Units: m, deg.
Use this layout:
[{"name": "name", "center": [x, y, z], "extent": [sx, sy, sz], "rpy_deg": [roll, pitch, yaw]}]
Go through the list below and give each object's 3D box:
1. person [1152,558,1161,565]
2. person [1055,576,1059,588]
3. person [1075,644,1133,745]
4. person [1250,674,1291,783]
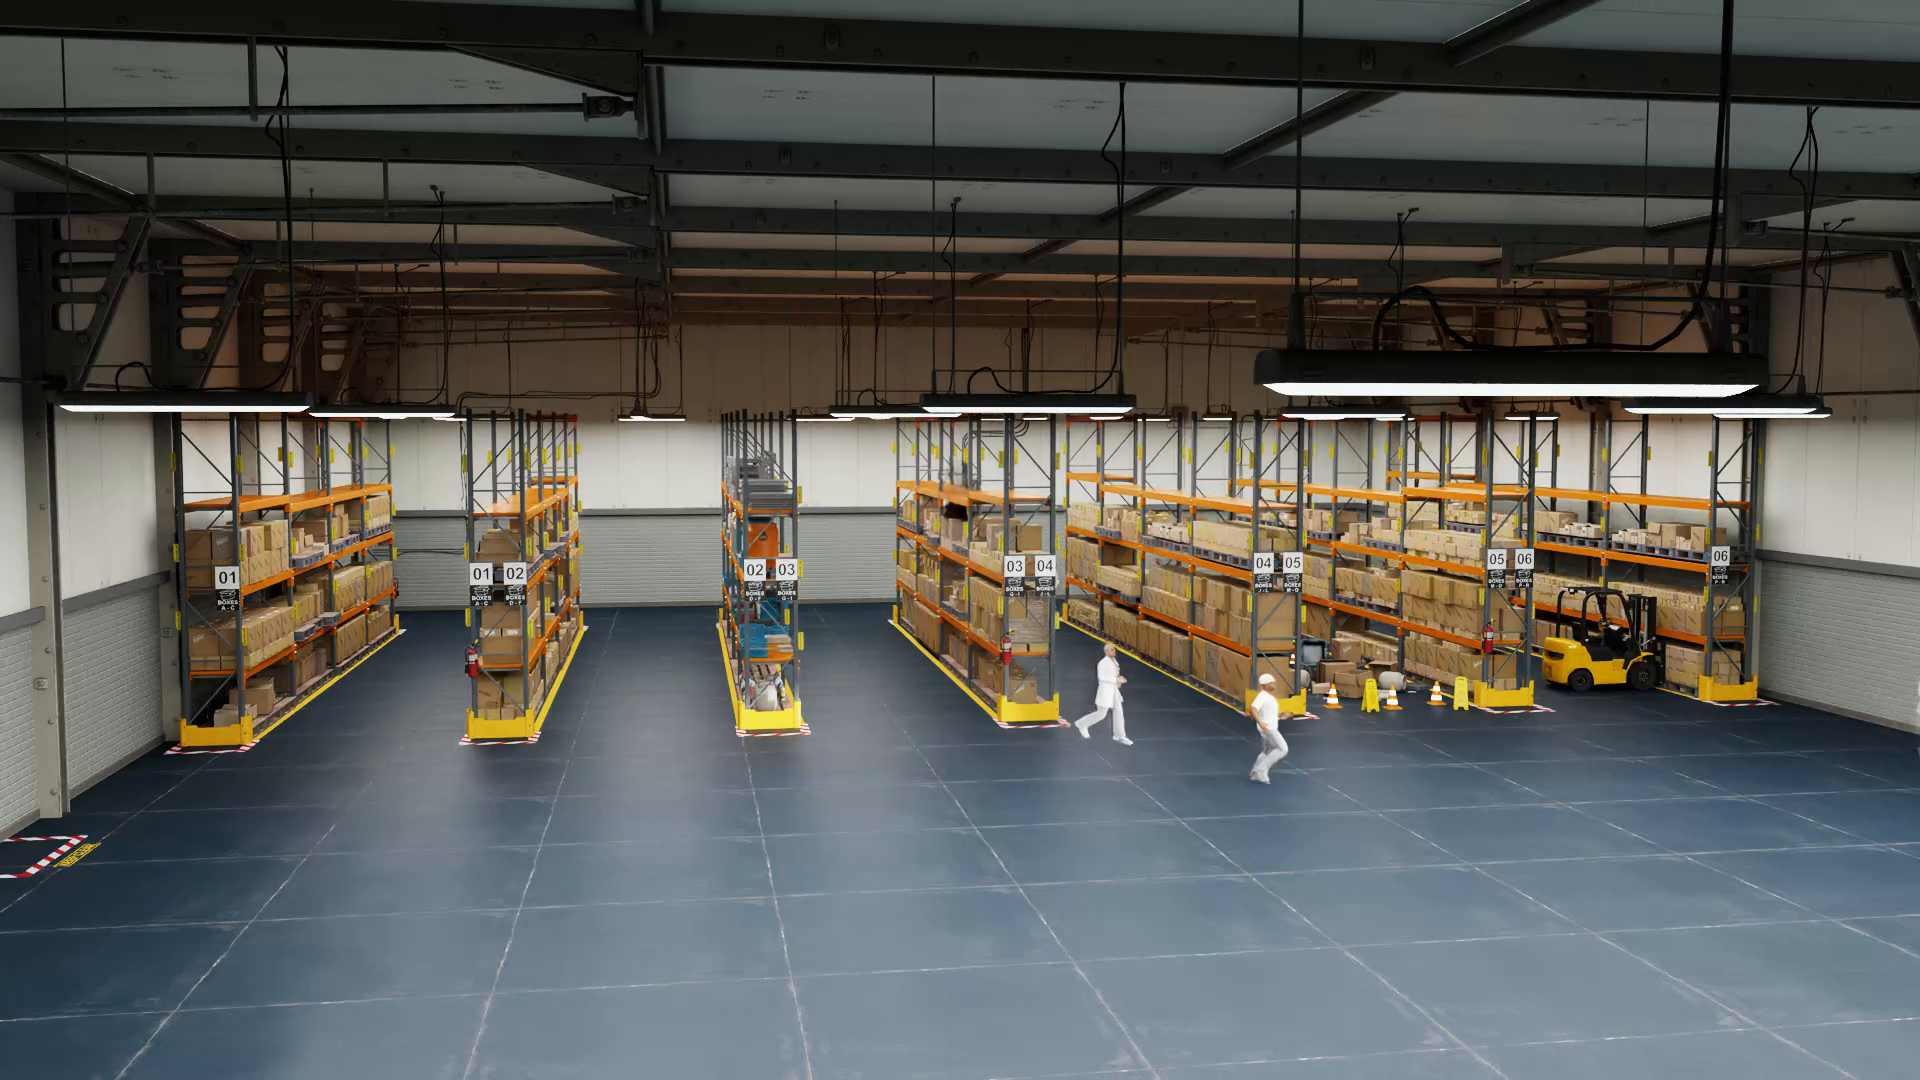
[{"name": "person", "center": [5.906, 1.377, 50.411], "extent": [0.656, 1.649, 0.555], "rpy_deg": [-1, 4, -11]}, {"name": "person", "center": [2.597, 1.481, 49.705], "extent": [0.687, 1.596, 0.739], "rpy_deg": [-2, 4, -22]}, {"name": "person", "center": [2.610, 2.753, 29.880], "extent": [1.048, 1.796, 0.718], "rpy_deg": [2, 5, 30]}, {"name": "person", "center": [4.940, 2.993, 26.447], "extent": [0.644, 1.724, 0.682], "rpy_deg": [1, 4, 12]}]
